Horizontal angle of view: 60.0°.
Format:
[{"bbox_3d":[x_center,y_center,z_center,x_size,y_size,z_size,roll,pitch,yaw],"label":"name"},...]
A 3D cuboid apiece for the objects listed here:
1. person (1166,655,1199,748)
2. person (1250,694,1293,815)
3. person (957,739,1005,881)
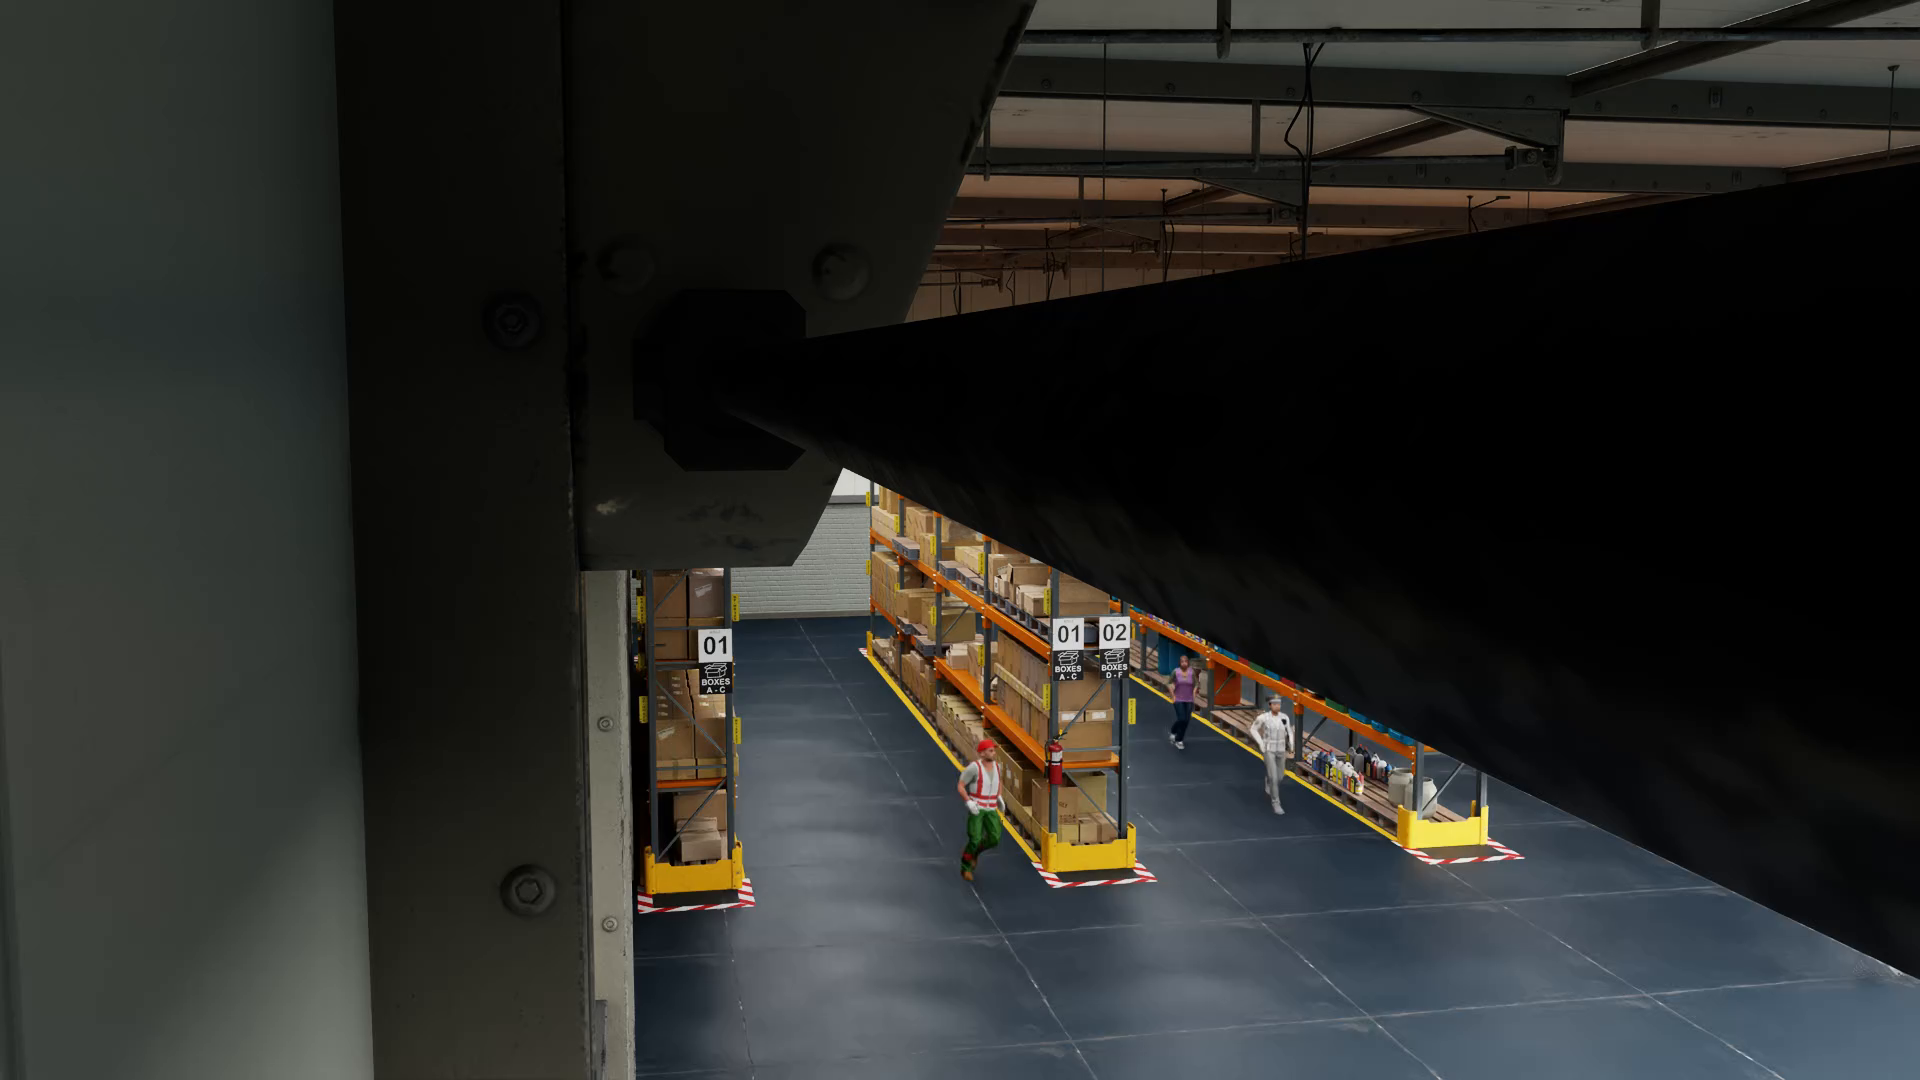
[{"bbox_3d":[3.706,2.683,27.494,0.521,1.567,0.540,-1,6,-8],"label":"person"},{"bbox_3d":[4.482,3.027,23.849,0.618,1.687,0.781,-1,6,-9],"label":"person"},{"bbox_3d":[0.307,3.332,20.607,0.711,1.730,0.537,-4,7,-31],"label":"person"}]
